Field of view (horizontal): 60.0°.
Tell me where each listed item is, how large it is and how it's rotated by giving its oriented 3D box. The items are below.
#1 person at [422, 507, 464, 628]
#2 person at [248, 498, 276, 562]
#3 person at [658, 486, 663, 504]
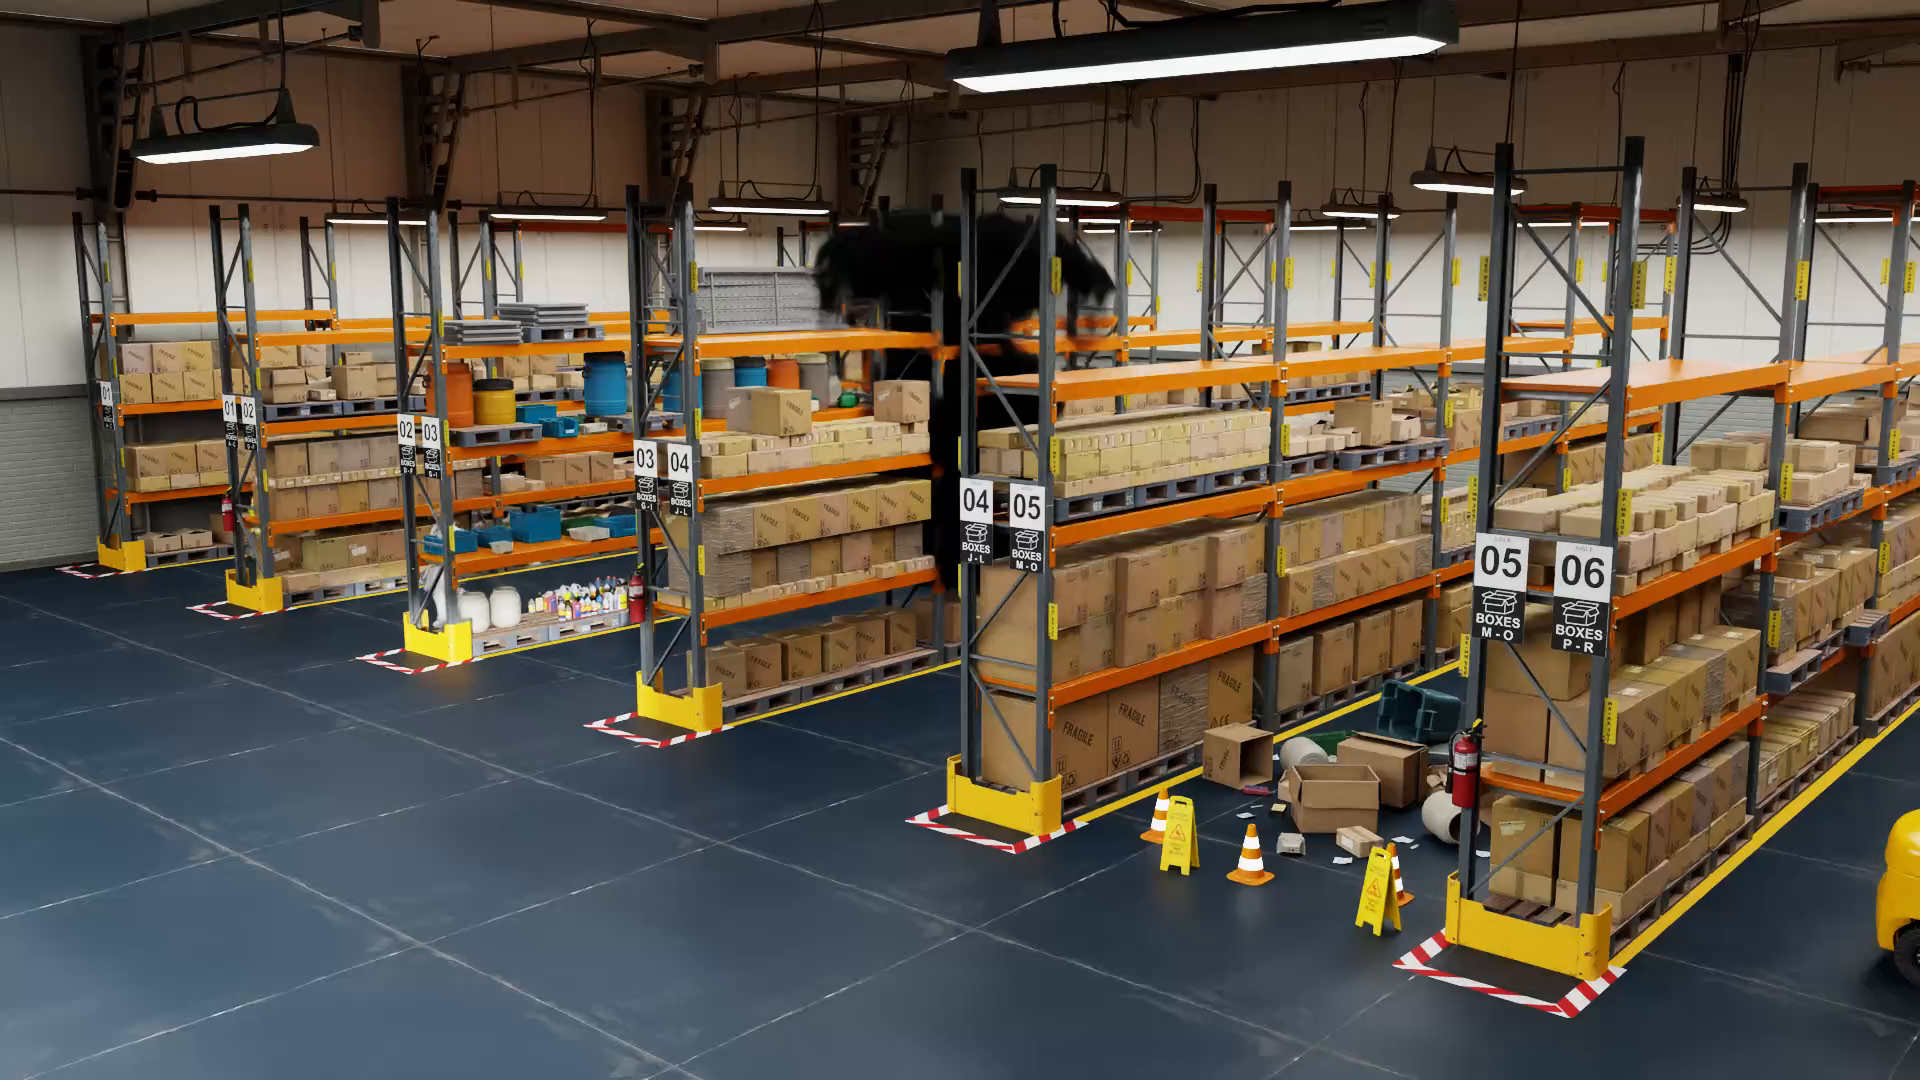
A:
[{"bbox_3d":[-7.379,0.366,23.891,0.752,1.734,0.631,8,13,41],"label":"person"},{"bbox_3d":[-11.250,-0.100,26.752,0.692,1.686,0.582,6,11,32],"label":"person"},{"bbox_3d":[-6.131,-1.329,33.977,0.632,1.777,0.705,6,11,31],"label":"person"}]
